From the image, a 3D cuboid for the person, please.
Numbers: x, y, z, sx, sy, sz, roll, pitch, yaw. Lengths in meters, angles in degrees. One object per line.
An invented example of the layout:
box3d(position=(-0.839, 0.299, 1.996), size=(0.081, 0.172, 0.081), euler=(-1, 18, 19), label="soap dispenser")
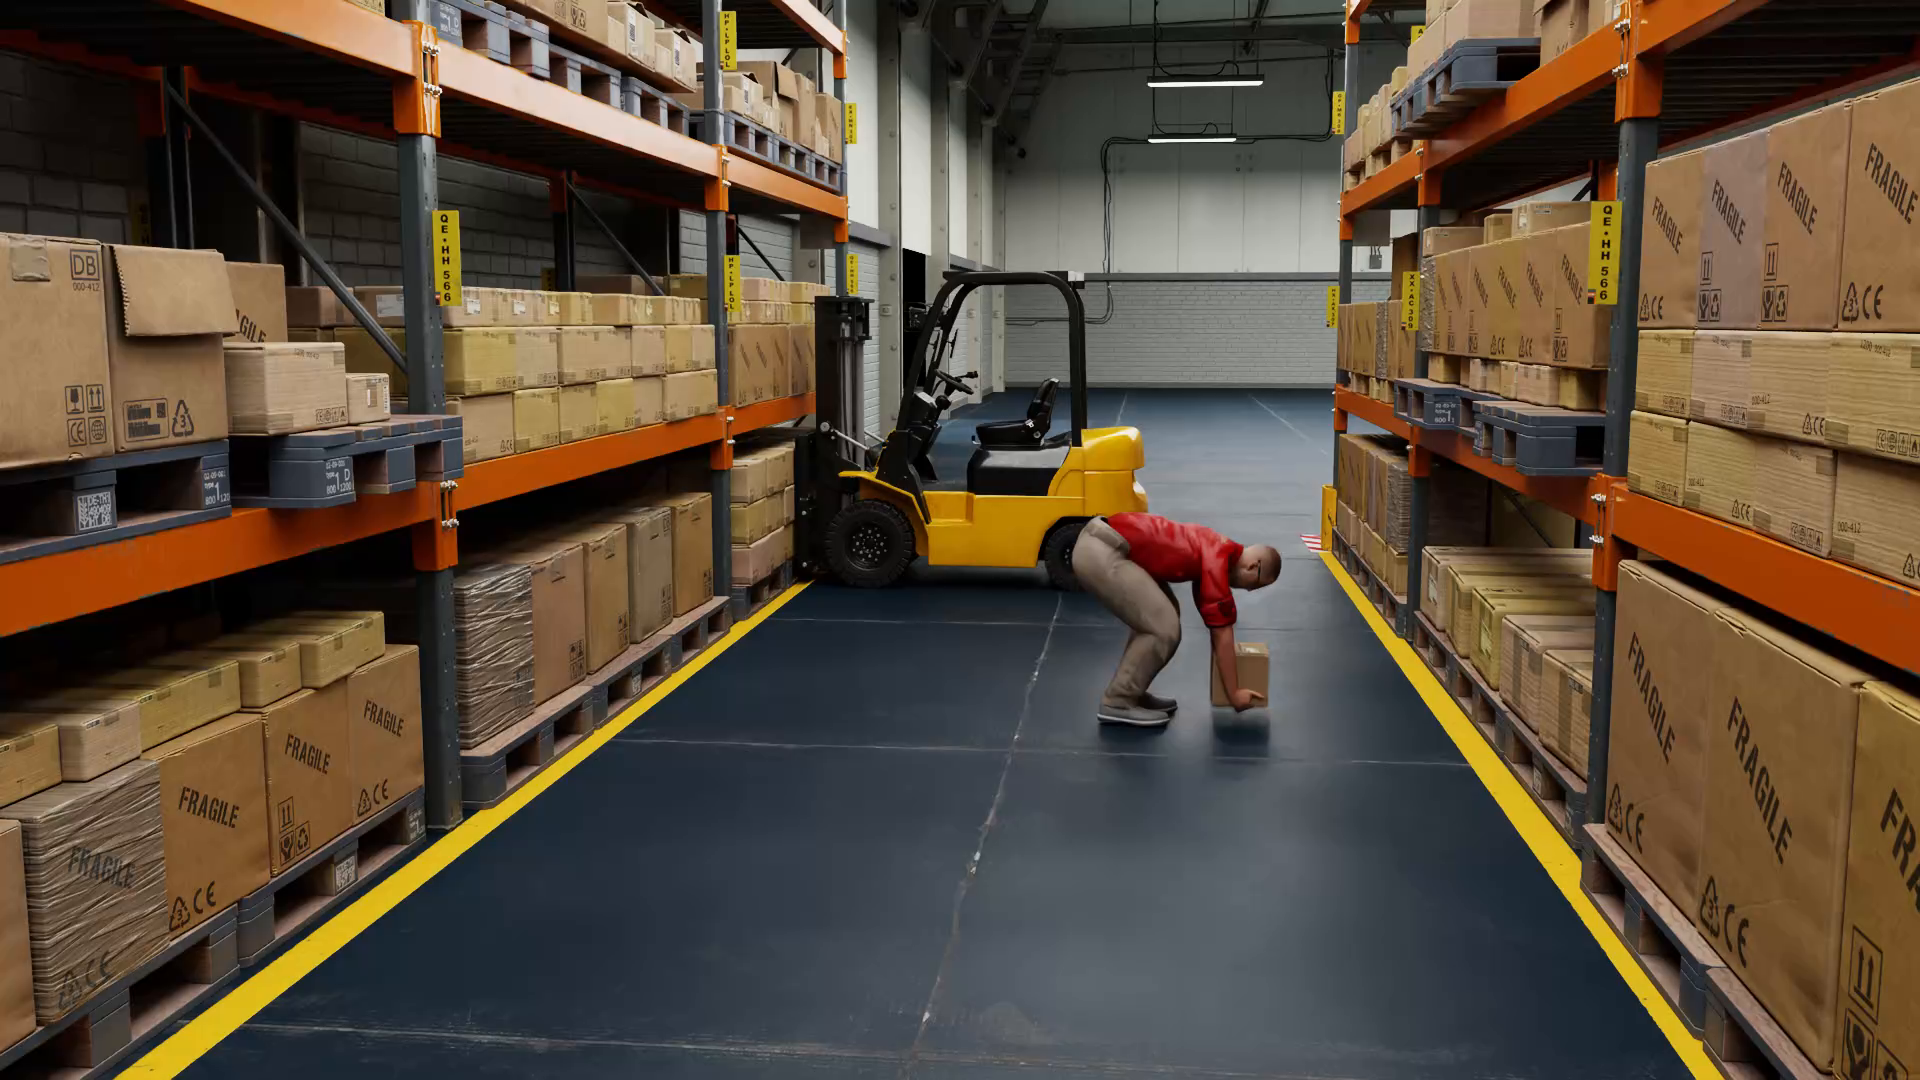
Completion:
box3d(position=(0.989, 0.349, 7.641), size=(0.957, 0.962, 0.517), euler=(0, 8, 3), label="person")
